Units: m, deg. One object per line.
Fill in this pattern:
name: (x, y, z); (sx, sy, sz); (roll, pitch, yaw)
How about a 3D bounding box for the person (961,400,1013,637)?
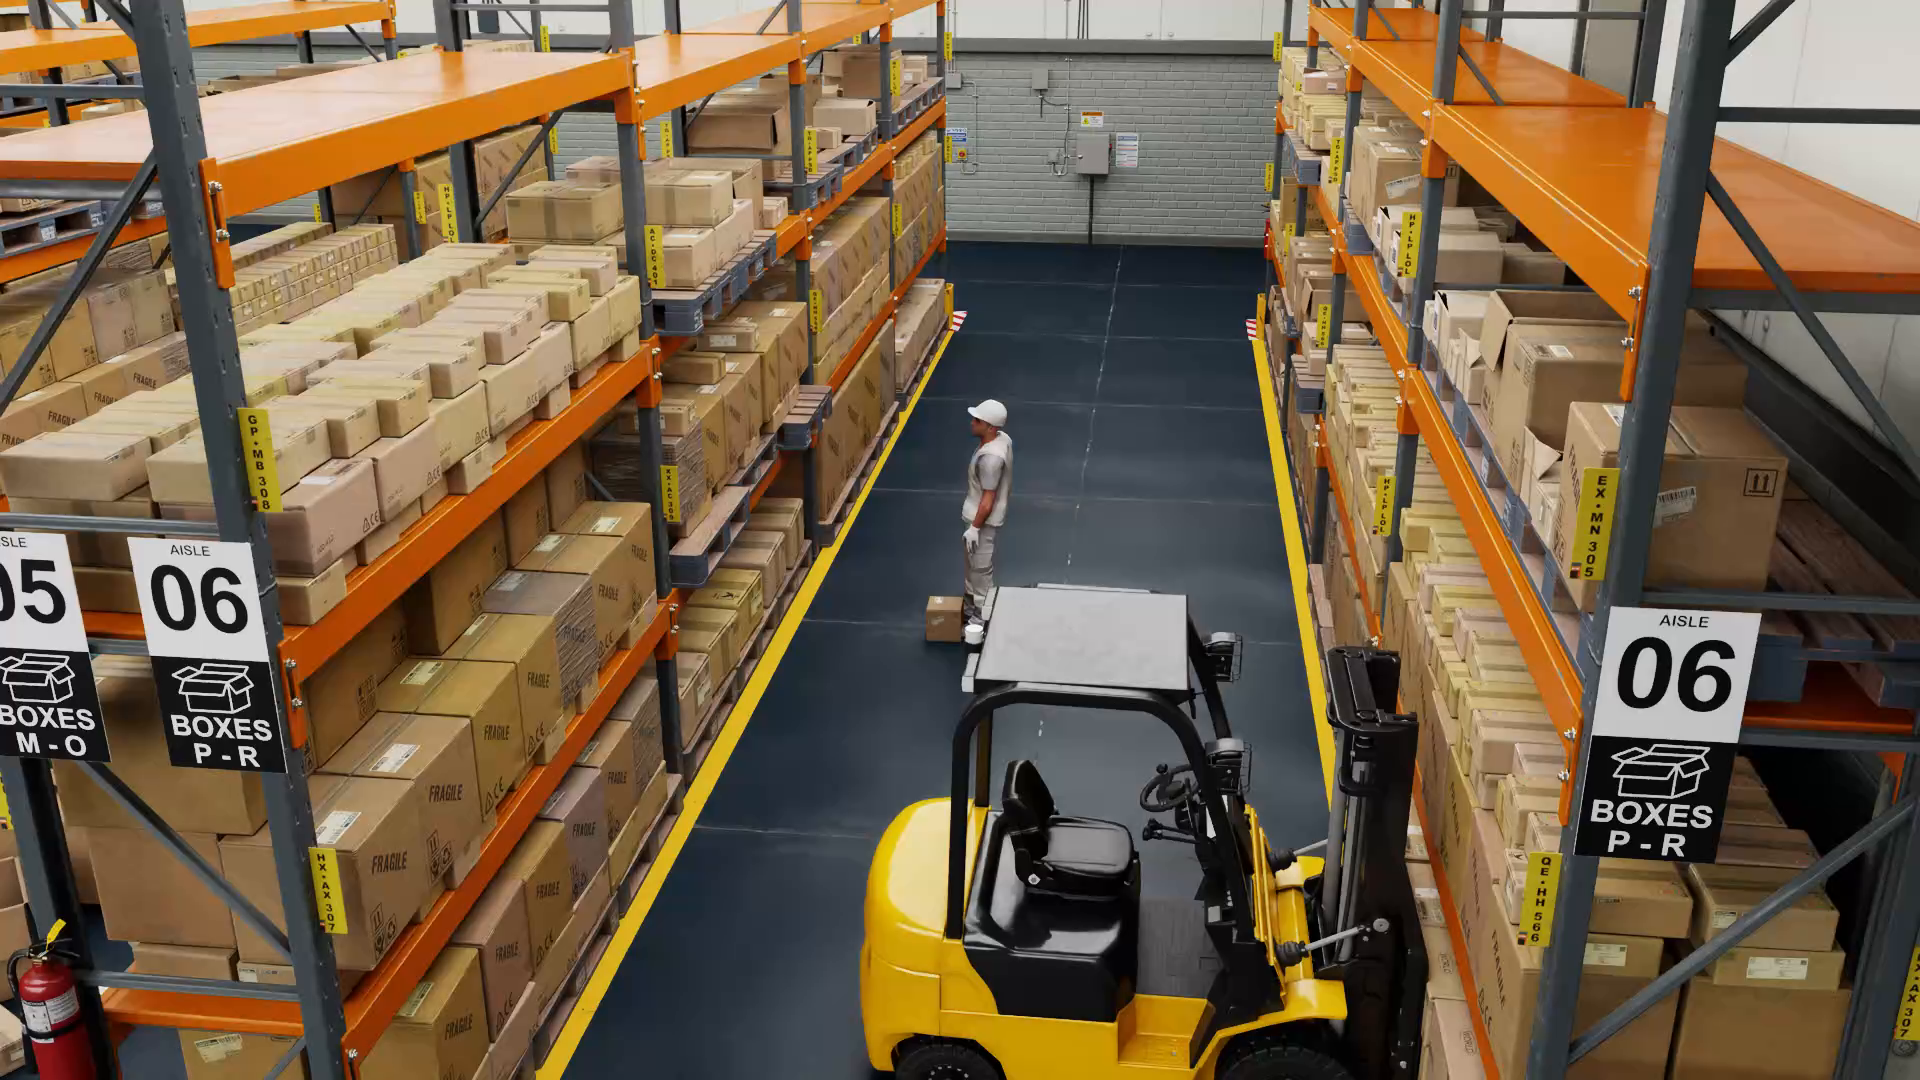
person: (0.086, -0.154, 11.857); (0.562, 1.790, 0.637); (2, 21, 6)
